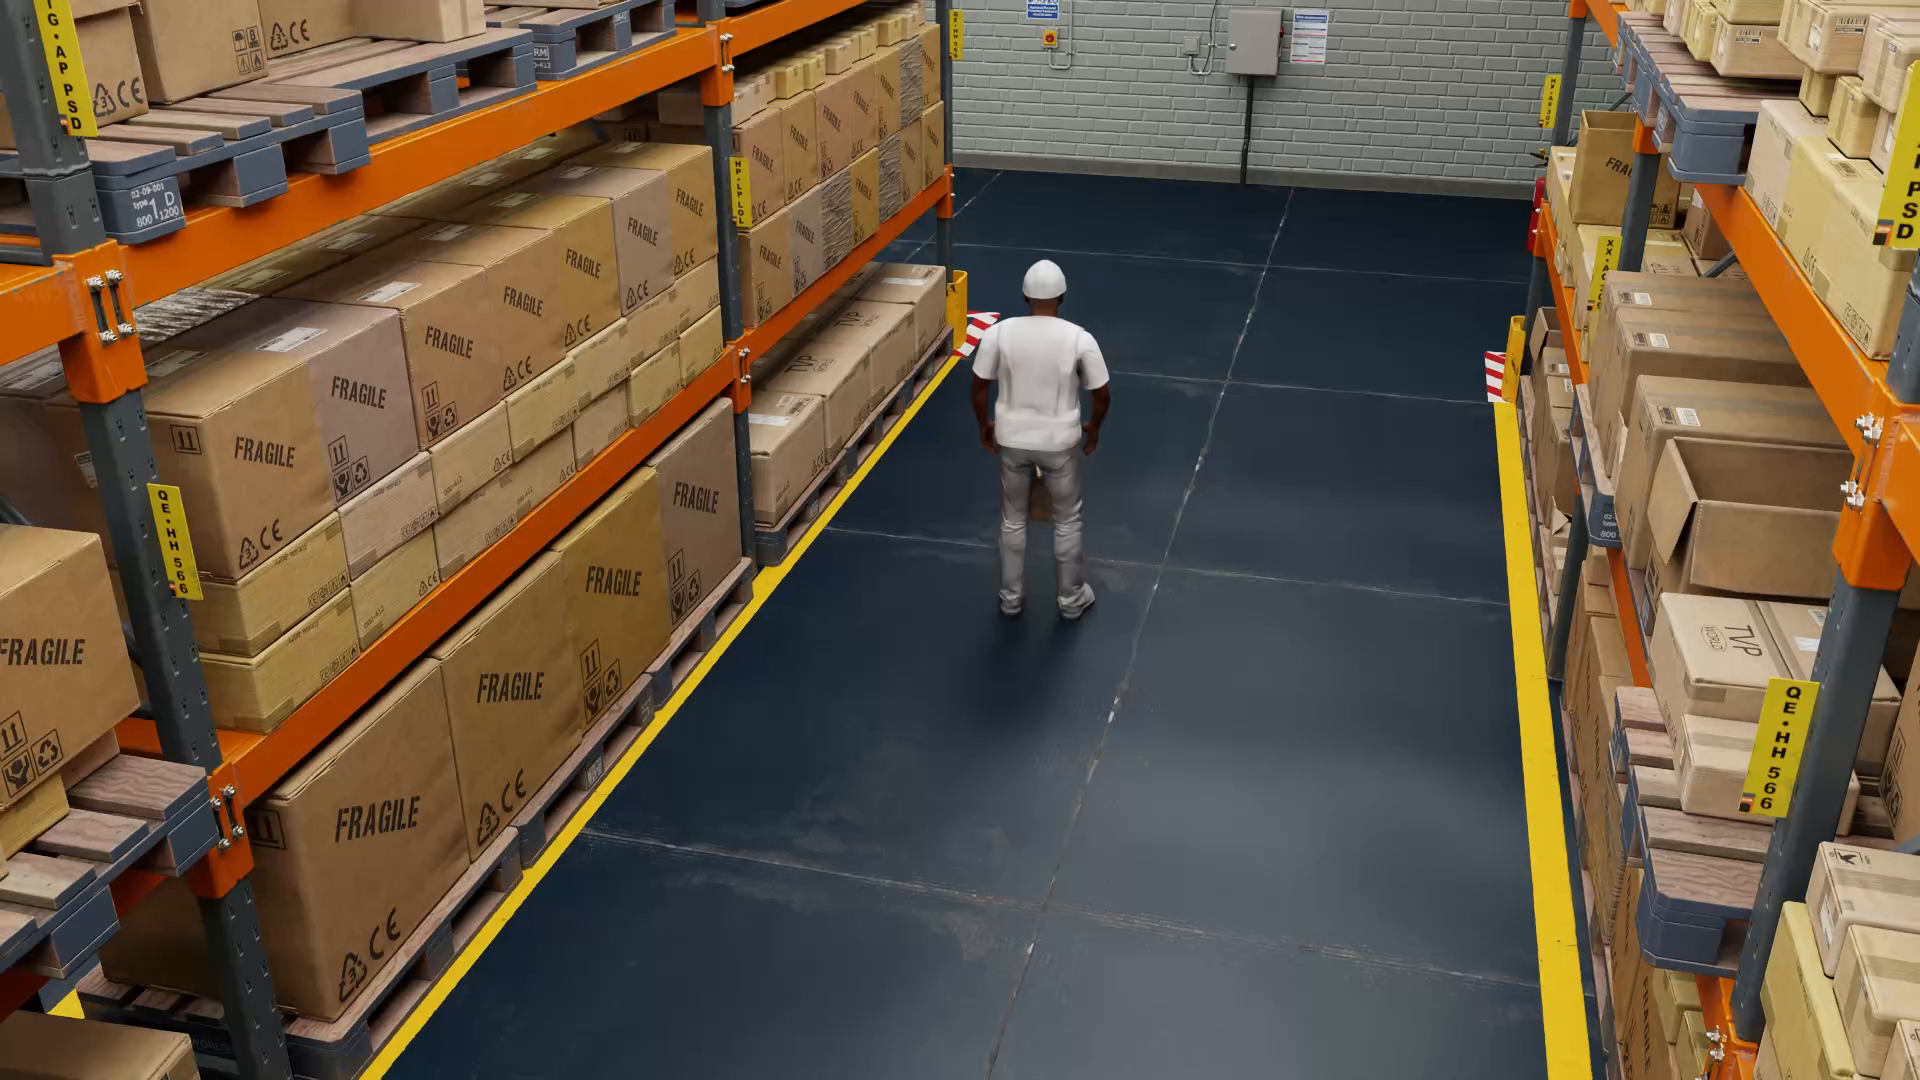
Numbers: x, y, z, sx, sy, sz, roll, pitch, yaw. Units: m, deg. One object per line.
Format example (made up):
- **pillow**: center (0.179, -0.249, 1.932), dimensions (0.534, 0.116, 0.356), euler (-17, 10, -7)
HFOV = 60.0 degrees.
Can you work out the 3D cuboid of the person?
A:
- **person**: center (0.395, -0.489, 8.134), dimensions (0.676, 1.755, 0.453), euler (6, 26, 13)
